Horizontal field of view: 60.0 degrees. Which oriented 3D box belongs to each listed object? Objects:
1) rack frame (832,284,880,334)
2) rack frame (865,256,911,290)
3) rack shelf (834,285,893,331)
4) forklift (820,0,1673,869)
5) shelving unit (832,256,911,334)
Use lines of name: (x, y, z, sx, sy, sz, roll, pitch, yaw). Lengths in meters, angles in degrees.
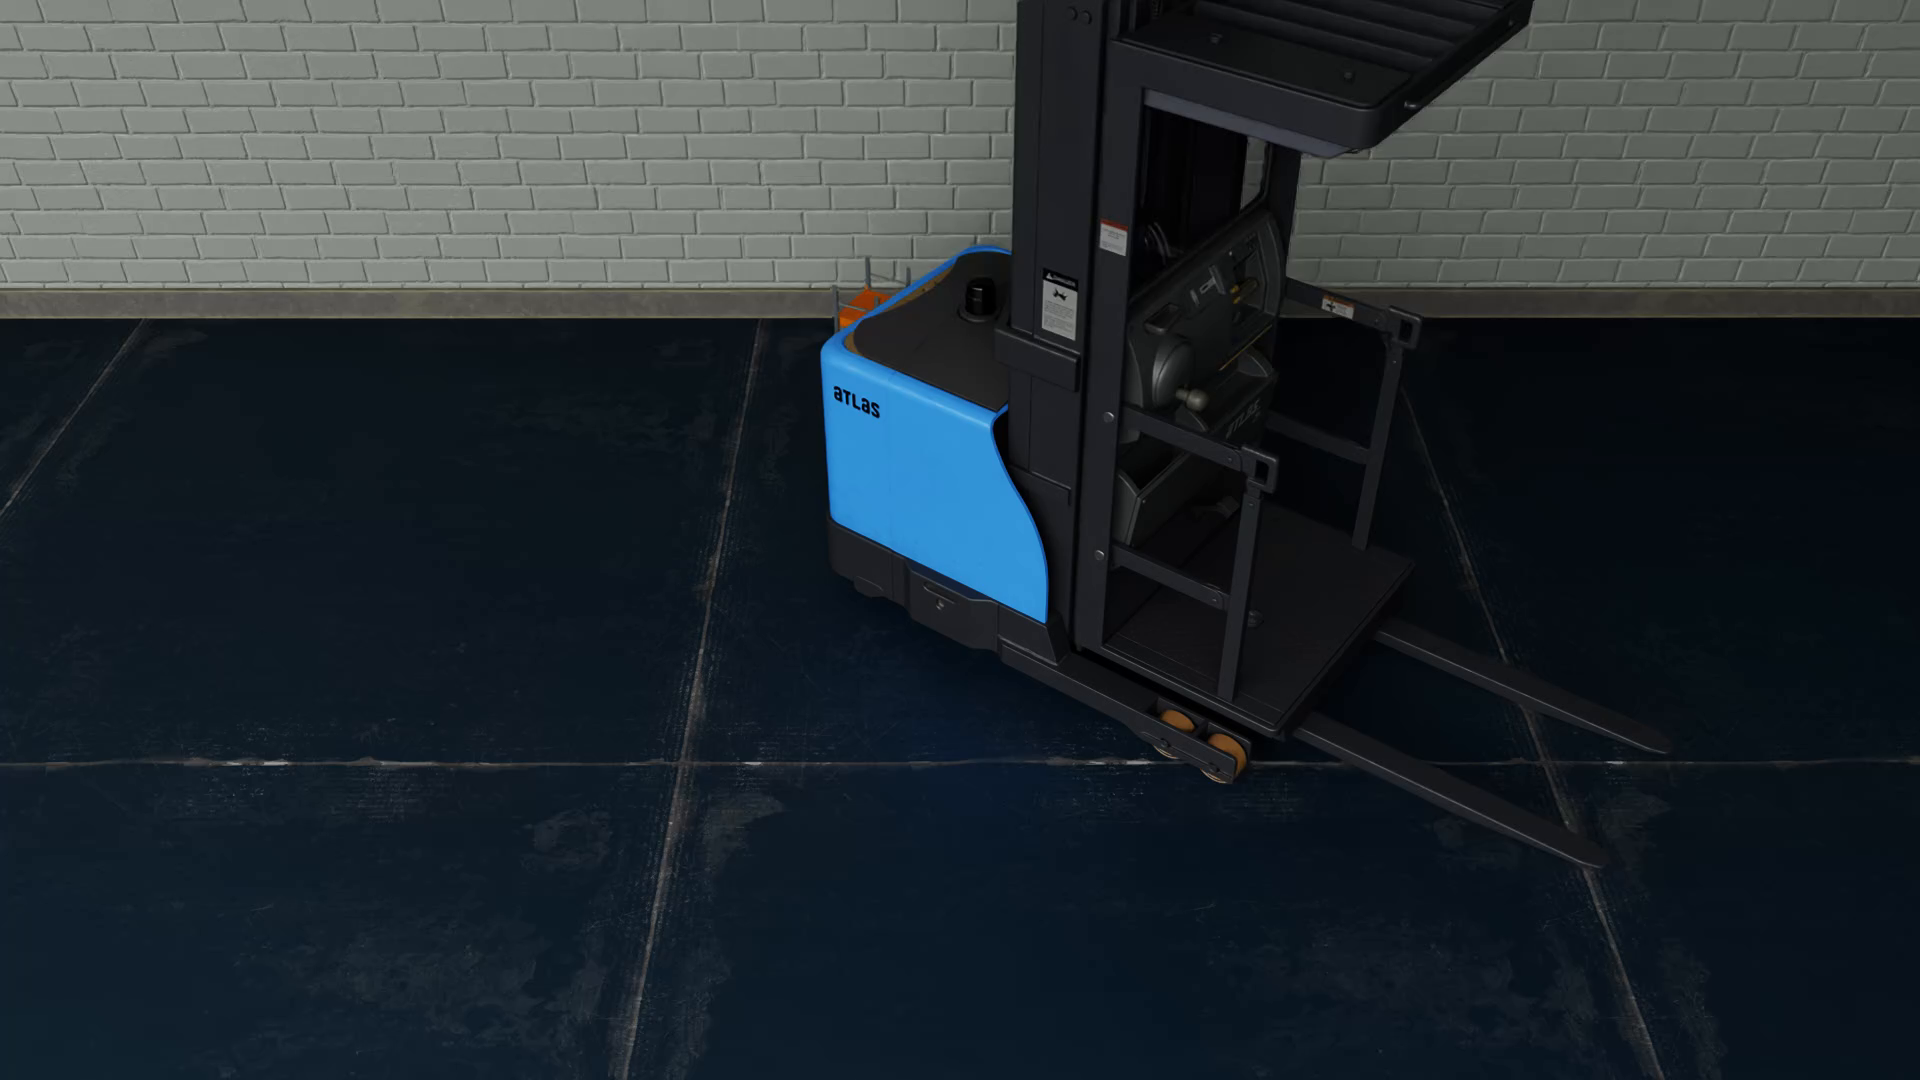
rack frame: (-0.391, -0.524, 6.564, 0.200, 1.050, 0.008, 18, 42, 21)
rack frame: (-0.278, -0.659, 6.732, 0.200, 1.050, 0.008, 18, 42, 21)
rack shelf: (-0.334, -0.804, 6.477, 0.215, 0.259, 0.240, 18, 42, 21)
forklift: (0.970, -0.690, 5.268, 3.031, 2.935, 1.130, 25, 45, 28)
shelving unit: (-0.334, -0.591, 6.648, 0.215, 1.050, 0.252, 18, 42, 21)
